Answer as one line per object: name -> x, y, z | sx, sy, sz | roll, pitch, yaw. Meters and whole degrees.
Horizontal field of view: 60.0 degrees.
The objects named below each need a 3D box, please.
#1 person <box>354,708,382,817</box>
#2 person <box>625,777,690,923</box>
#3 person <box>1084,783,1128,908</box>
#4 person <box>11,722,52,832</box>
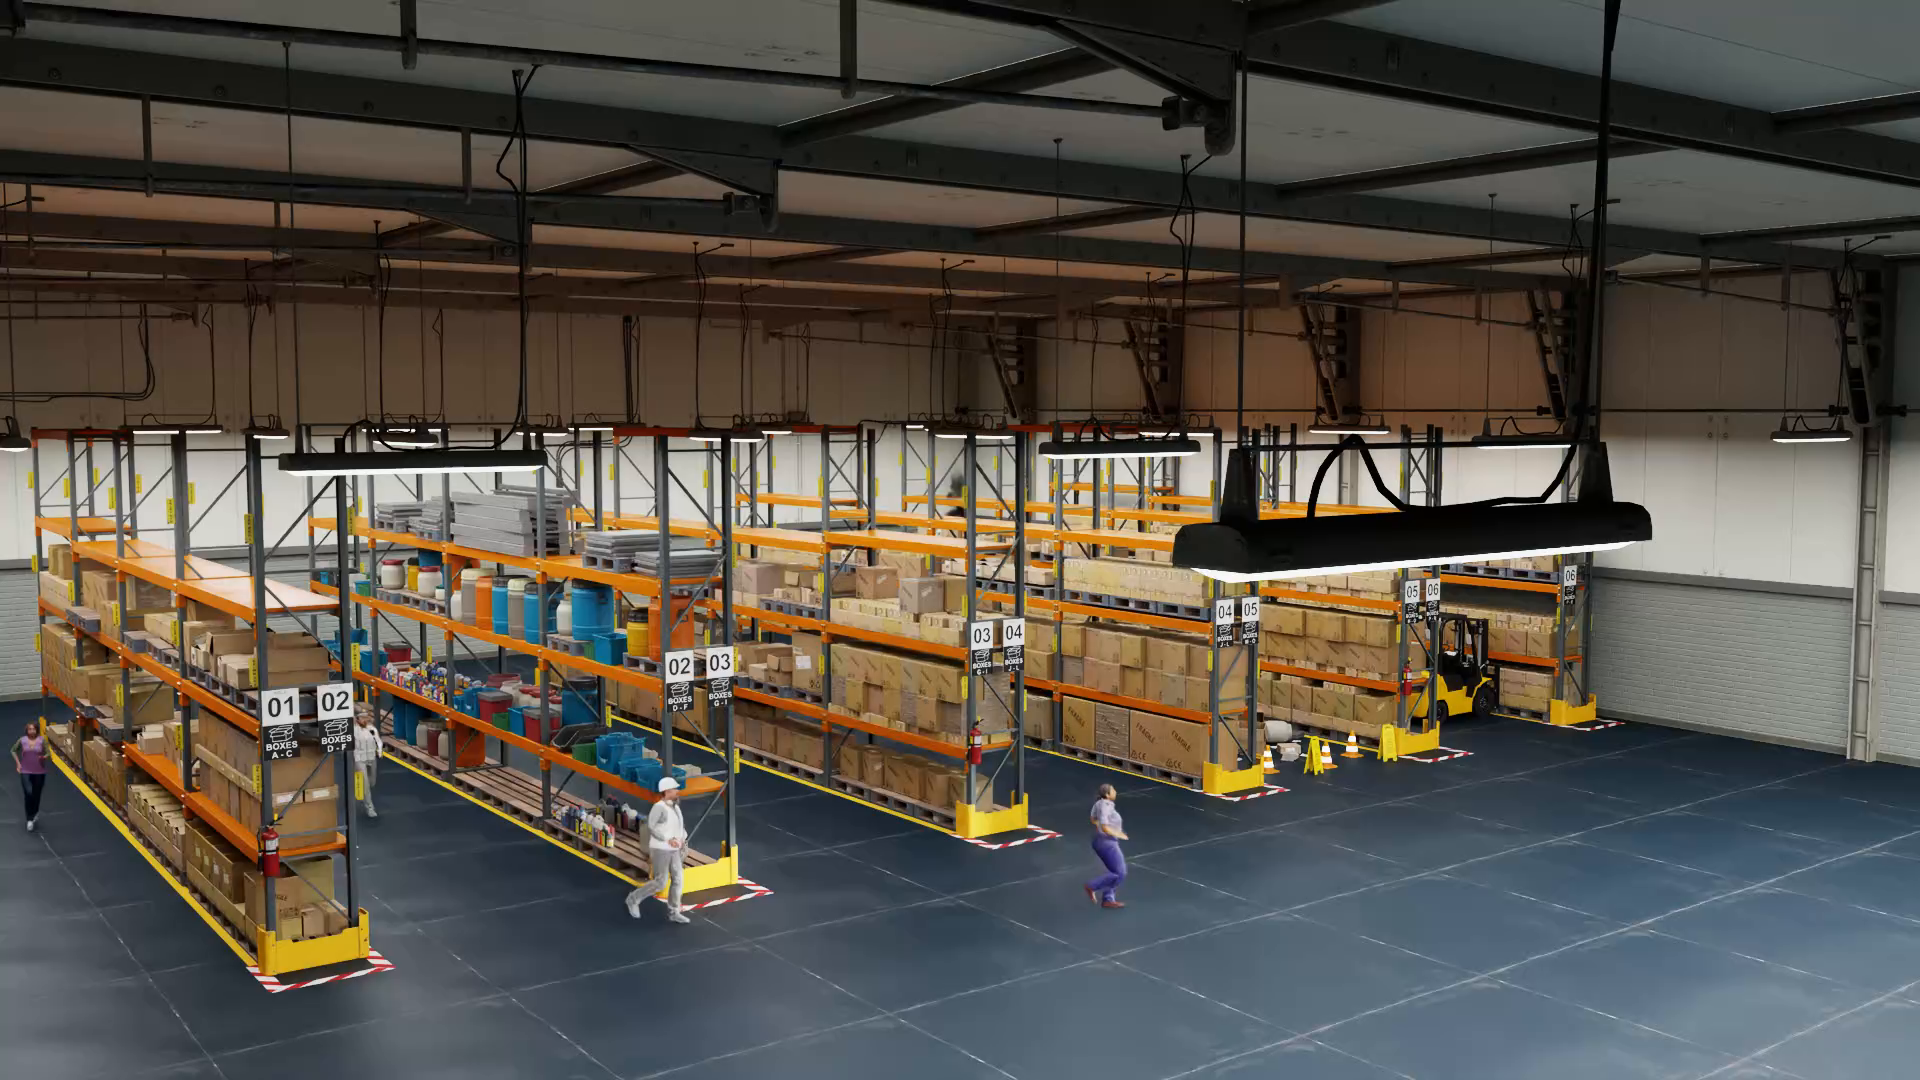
person -> -9.330, 3.451, 25.999 | 0.646, 1.664, 0.838 | -4, 6, -38
person -> -3.674, 3.832, 20.708 | 0.826, 1.748, 0.739 | 1, 5, 15
person -> 1.822, 3.881, 21.088 | 0.576, 1.587, 0.589 | -1, 5, -9
person -> -14.036, 3.558, 25.176 | 0.518, 1.638, 0.718 | -3, 6, -37
